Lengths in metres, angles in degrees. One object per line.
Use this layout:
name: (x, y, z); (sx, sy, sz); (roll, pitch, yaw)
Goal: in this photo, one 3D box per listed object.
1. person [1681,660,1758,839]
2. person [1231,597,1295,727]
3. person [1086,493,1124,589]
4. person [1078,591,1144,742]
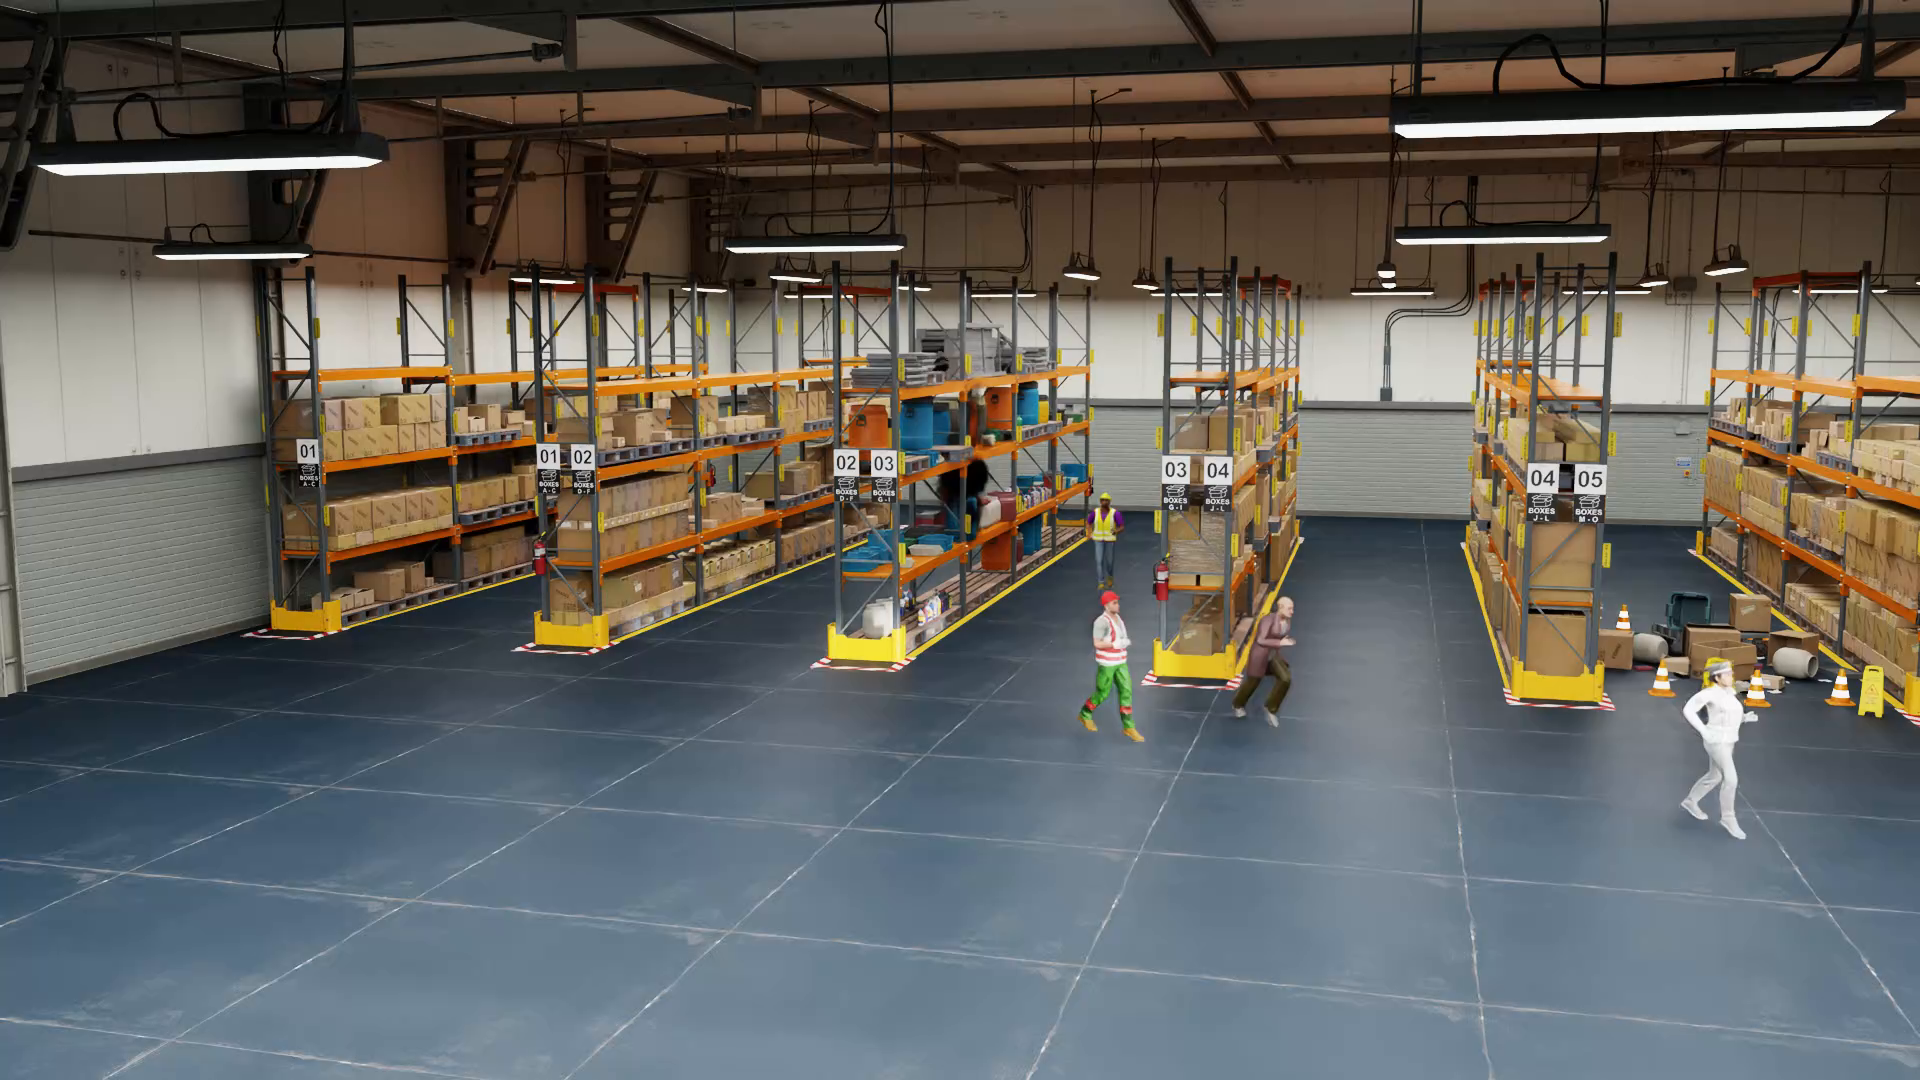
person: (7.590, 2.056, 16.630); (0.594, 1.745, 0.707); (-6, 9, -38)
person: (3.885, 1.528, 21.116); (0.745, 1.708, 1.069); (-6, 9, -38)
person: (2.628, 0.019, 30.308); (0.712, 1.747, 0.731); (1, 7, 11)
person: (1.836, 1.522, 20.303); (0.920, 1.809, 0.648); (7, 10, 42)
